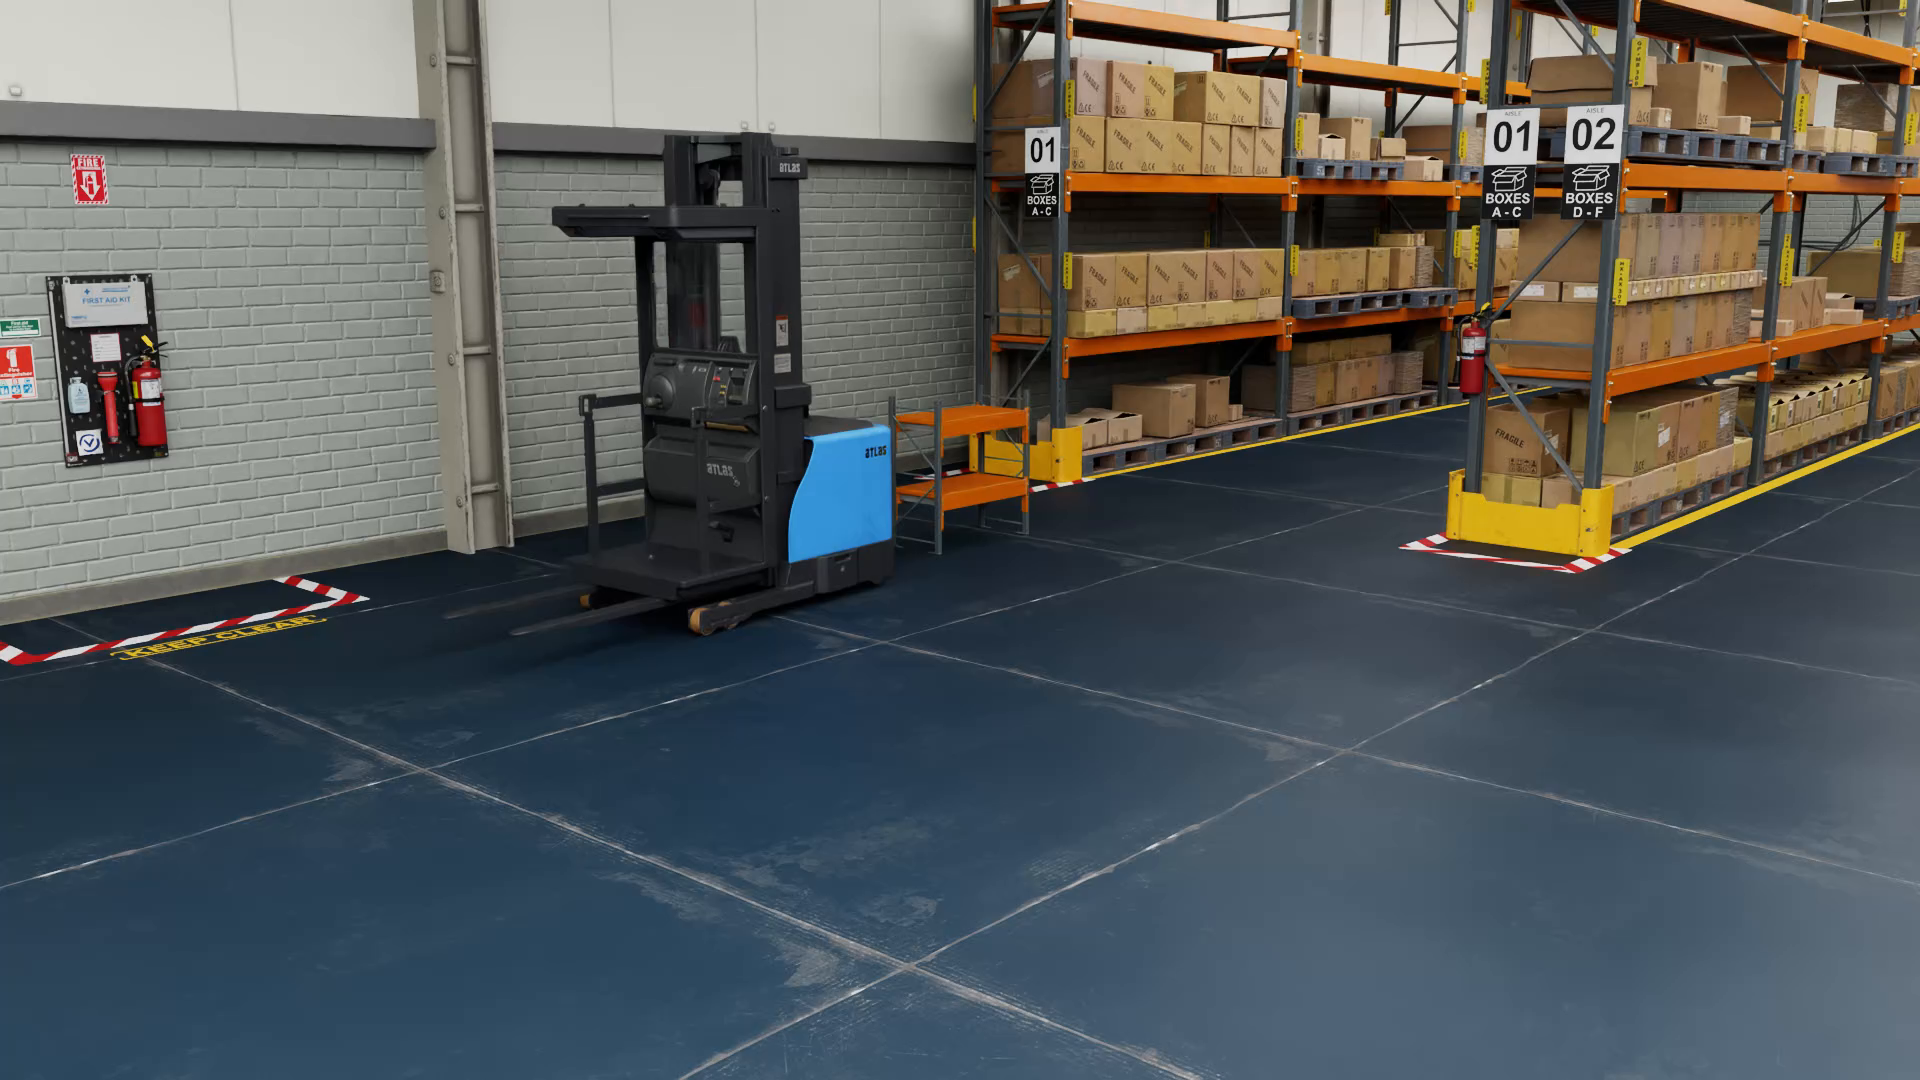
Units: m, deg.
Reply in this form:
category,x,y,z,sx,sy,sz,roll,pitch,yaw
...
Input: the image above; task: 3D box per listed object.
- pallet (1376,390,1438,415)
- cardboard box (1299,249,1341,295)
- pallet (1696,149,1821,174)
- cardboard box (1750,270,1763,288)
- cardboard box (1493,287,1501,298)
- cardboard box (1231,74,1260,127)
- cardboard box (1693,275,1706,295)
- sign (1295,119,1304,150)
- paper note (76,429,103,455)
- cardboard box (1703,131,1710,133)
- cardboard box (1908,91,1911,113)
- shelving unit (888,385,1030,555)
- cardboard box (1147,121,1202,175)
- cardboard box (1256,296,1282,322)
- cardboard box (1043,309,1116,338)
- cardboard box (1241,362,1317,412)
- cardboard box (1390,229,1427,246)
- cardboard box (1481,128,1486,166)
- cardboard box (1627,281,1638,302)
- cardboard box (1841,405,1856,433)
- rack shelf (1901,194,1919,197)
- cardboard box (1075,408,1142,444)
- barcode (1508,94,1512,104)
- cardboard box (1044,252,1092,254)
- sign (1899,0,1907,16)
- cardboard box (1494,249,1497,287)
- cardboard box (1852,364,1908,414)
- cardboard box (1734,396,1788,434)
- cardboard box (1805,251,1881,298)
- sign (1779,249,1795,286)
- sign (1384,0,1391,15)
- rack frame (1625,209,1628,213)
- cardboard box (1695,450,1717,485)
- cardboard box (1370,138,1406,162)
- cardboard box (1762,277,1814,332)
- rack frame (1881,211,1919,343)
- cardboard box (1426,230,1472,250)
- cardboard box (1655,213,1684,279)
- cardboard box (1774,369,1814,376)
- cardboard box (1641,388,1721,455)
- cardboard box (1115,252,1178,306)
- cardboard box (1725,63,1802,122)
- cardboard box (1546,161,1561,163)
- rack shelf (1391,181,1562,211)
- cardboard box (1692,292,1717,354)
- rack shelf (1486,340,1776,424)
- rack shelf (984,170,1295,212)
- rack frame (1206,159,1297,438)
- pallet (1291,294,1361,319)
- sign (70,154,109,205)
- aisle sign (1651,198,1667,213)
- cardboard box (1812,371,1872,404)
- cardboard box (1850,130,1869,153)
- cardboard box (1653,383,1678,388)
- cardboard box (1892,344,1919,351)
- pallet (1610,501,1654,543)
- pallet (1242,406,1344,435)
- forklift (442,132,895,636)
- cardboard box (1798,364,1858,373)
category,x,y,z,sx,sy,sz,roll,pitch,yaw
pallet,5.328,-1.778,21.074,1.003,0.211,1.213,10,15,40
cardboard box,3.940,-3.088,19.136,0.500,0.500,0.700,-10,15,-42
pallet,7.500,-3.540,15.608,0.805,0.209,1.217,9,14,38
cardboard box,6.909,-2.331,14.813,0.380,0.149,0.250,10,15,40
cardboard box,7.064,-3.358,22.456,0.380,0.149,0.250,10,15,41
cardboard box,2.721,-4.501,17.068,0.500,0.500,0.500,11,16,43
cardboard box,5.897,-2.105,13.681,0.380,0.149,0.250,10,15,42
sign,3.617,-4.327,17.739,0.100,0.325,0.005,10,15,40
paper note,-5.413,-0.607,10.343,0.016,0.148,0.142,10,15,40
cardboard box,5.746,-3.602,13.735,0.637,0.503,0.797,-10,15,-41
cardboard box,10.197,-4.769,18.463,0.500,0.500,0.500,10,15,40
shelving unit,0.004,-0.553,12.606,0.538,1.125,1.048,10,15,40
cardboard box,2.031,-3.863,16.427,0.500,0.500,0.500,11,16,44
cardboard box,3.119,-2.499,17.896,0.500,0.250,0.500,10,15,40
cardboard box,1.124,-2.050,15.649,0.500,0.250,0.500,9,15,39
cardboard box,3.677,-1.772,19.184,0.700,0.500,0.500,10,15,42
cardboard box,5.949,-3.933,21.763,0.500,0.250,0.500,10,15,42
cardboard box,6.807,-5.239,22.247,0.700,0.500,0.500,11,16,43
cardboard box,4.880,-1.879,12.551,0.380,0.149,0.250,9,15,39
cardboard box,9.066,-1.293,17.472,0.500,0.250,0.500,10,15,40
rack shelf,13.529,-4.621,22.368,1.077,0.370,4.000,10,15,40
cardboard box,1.464,-1.154,16.574,0.500,0.311,0.500,-11,15,-43
barcode,4.124,-3.306,12.462,0.001,0.075,0.075,10,15,40
cardboard box,1.055,-2.557,16.271,0.500,0.500,0.500,10,15,41
sign,11.813,-6.720,20.796,0.100,0.325,0.005,10,15,40
cardboard box,6.710,-3.579,21.906,0.500,0.500,0.500,10,15,42
cardboard box,10.424,-1.718,18.913,0.500,0.500,0.500,9,14,38
cardboard box,7.387,-1.193,15.541,0.500,0.311,0.500,10,15,41
cardboard box,9.899,-2.982,18.657,0.700,0.500,0.500,4,12,21
sign,7.345,-2.424,14.774,0.100,0.325,0.005,10,15,40
sign,5.425,-6.809,21.037,0.100,0.325,0.005,10,15,40
rack frame,11.125,-4.437,27.268,1.000,3.000,0.127,10,15,40
cardboard box,6.129,-0.645,14.230,0.500,0.250,0.500,10,15,40
cardboard box,4.919,-4.613,20.175,0.637,0.503,0.797,-10,15,-40
cardboard box,8.125,-2.343,16.527,0.500,0.500,0.500,10,15,40
rack frame,12.208,-3.209,21.118,1.000,3.000,0.127,10,15,40
cardboard box,6.357,-3.870,21.450,0.500,0.250,0.500,10,15,42
cardboard box,5.315,-2.356,13.279,0.700,0.500,0.500,10,15,41
cardboard box,9.002,-1.714,18.149,0.500,0.311,0.500,10,15,42
cardboard box,6.120,-1.014,14.165,0.500,0.500,0.500,10,15,40
cardboard box,1.784,-2.565,16.313,0.500,0.500,0.500,9,14,39
cardboard box,7.364,-4.088,15.260,0.500,0.500,0.500,10,15,41
cardboard box,8.761,-5.632,24.648,0.500,0.250,0.500,10,15,41
rack shelf,7.165,-4.673,22.625,1.077,0.370,4.000,10,15,40
cardboard box,5.962,-1.863,14.124,0.700,0.500,0.500,10,15,41
rack shelf,5.607,-1.385,13.822,1.077,0.370,4.000,10,15,40
rack shelf,1.884,-3.496,16.732,1.077,0.370,4.000,10,15,40
rack frame,3.204,-2.672,18.429,1.000,3.000,0.127,10,15,40
pallet,3.818,-2.671,18.916,1.003,0.211,1.213,10,15,40
sign,-5.325,-2.205,10.174,0.001,0.298,0.199,10,15,40
aisle sign,11.398,-5.684,26.873,0.394,0.787,0.004,10,15,40
cardboard box,9.407,-1.644,17.799,0.500,0.311,0.500,10,15,42
cardboard box,8.978,-4.070,17.083,0.500,0.250,0.500,10,15,42
cardboard box,6.062,-1.155,14.867,0.500,0.500,0.500,10,15,40
cardboard box,12.371,-2.319,21.923,0.500,0.500,0.500,10,15,40
pallet,4.760,-0.194,13.142,1.003,0.211,1.213,10,15,40
pallet,3.717,-1.419,19.276,1.003,0.211,1.213,10,15,40
forklift,-1.744,-0.980,10.135,1.130,2.935,3.031,9,14,37
cardboard box,10.009,-1.778,19.214,0.500,0.500,0.500,11,15,43
